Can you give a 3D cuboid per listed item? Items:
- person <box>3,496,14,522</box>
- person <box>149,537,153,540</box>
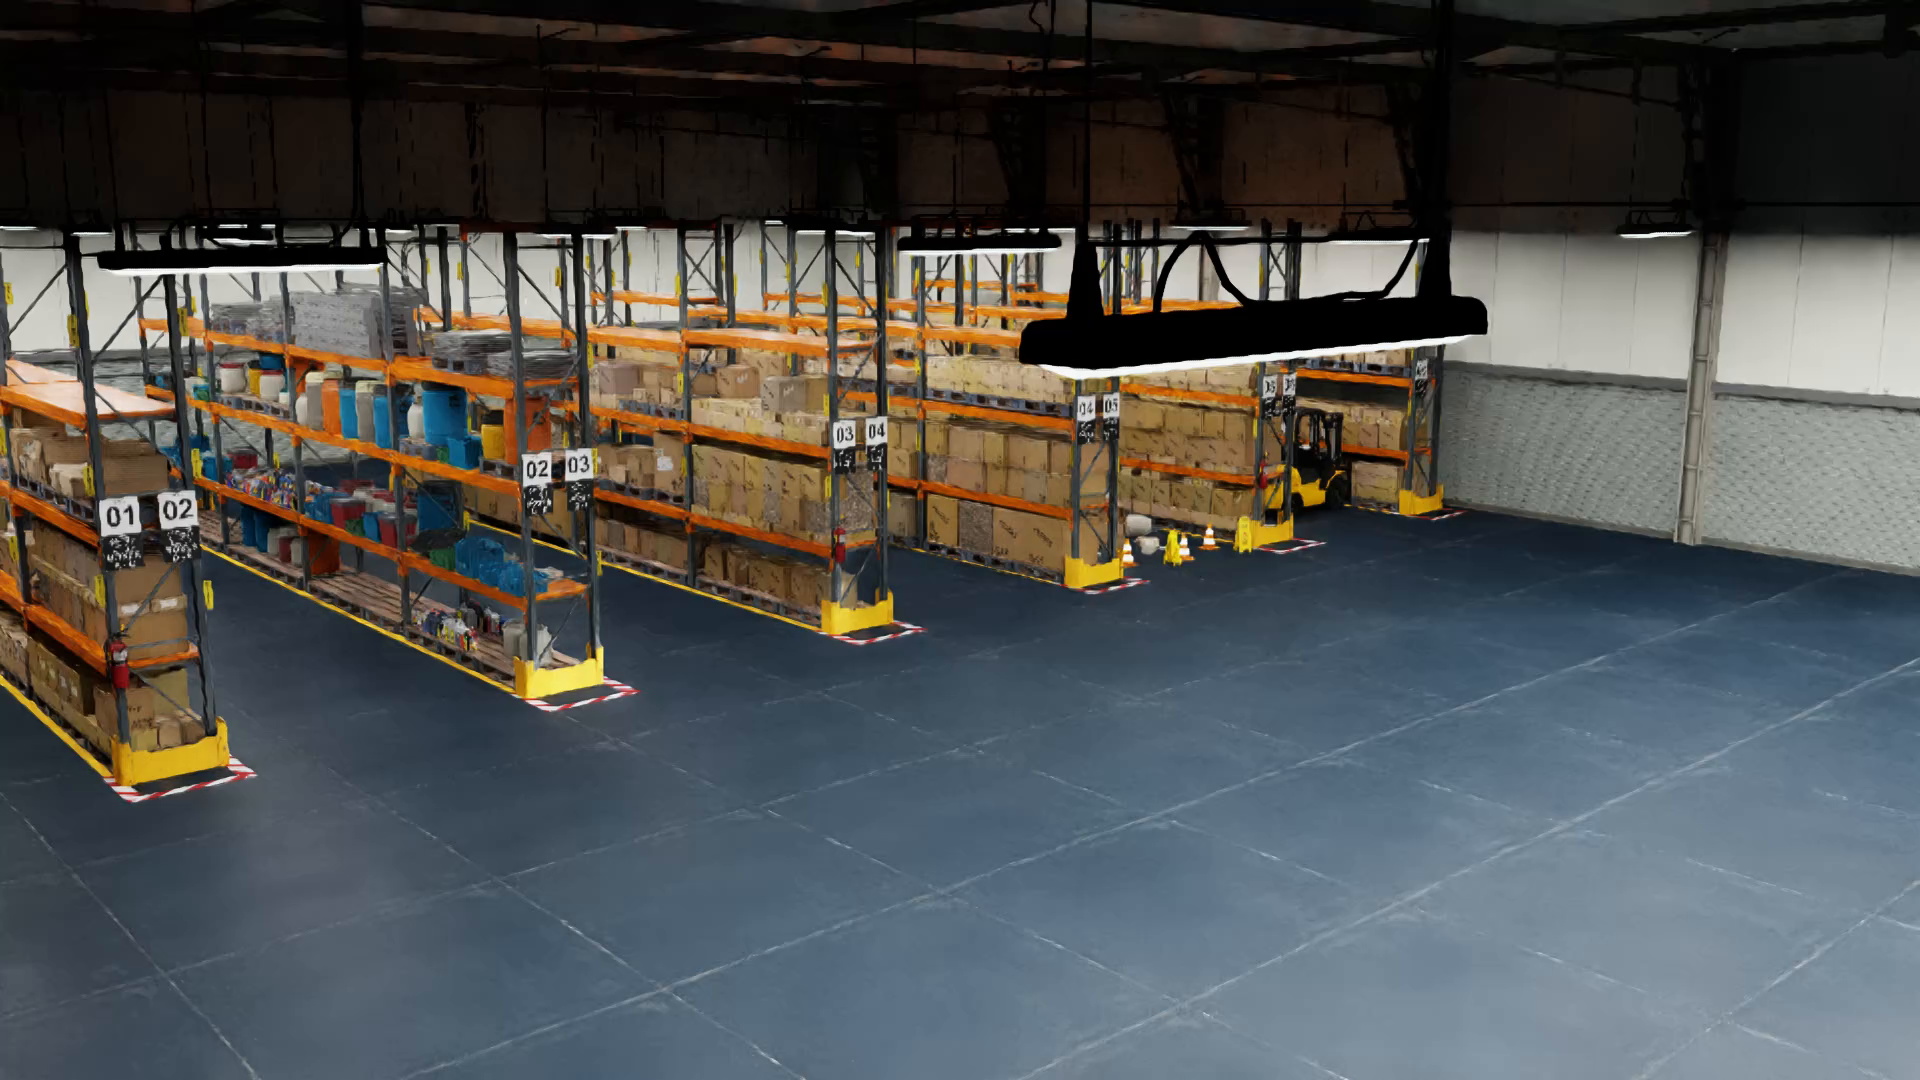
[{"bbox_3d":[-17.810,-0.760,31.370,0.391,1.670,0.588,-6,13,-27],"label":"person"},{"bbox_3d":[-13.591,0.014,27.682,0.503,1.603,0.419,5,12,22],"label":"person"}]
